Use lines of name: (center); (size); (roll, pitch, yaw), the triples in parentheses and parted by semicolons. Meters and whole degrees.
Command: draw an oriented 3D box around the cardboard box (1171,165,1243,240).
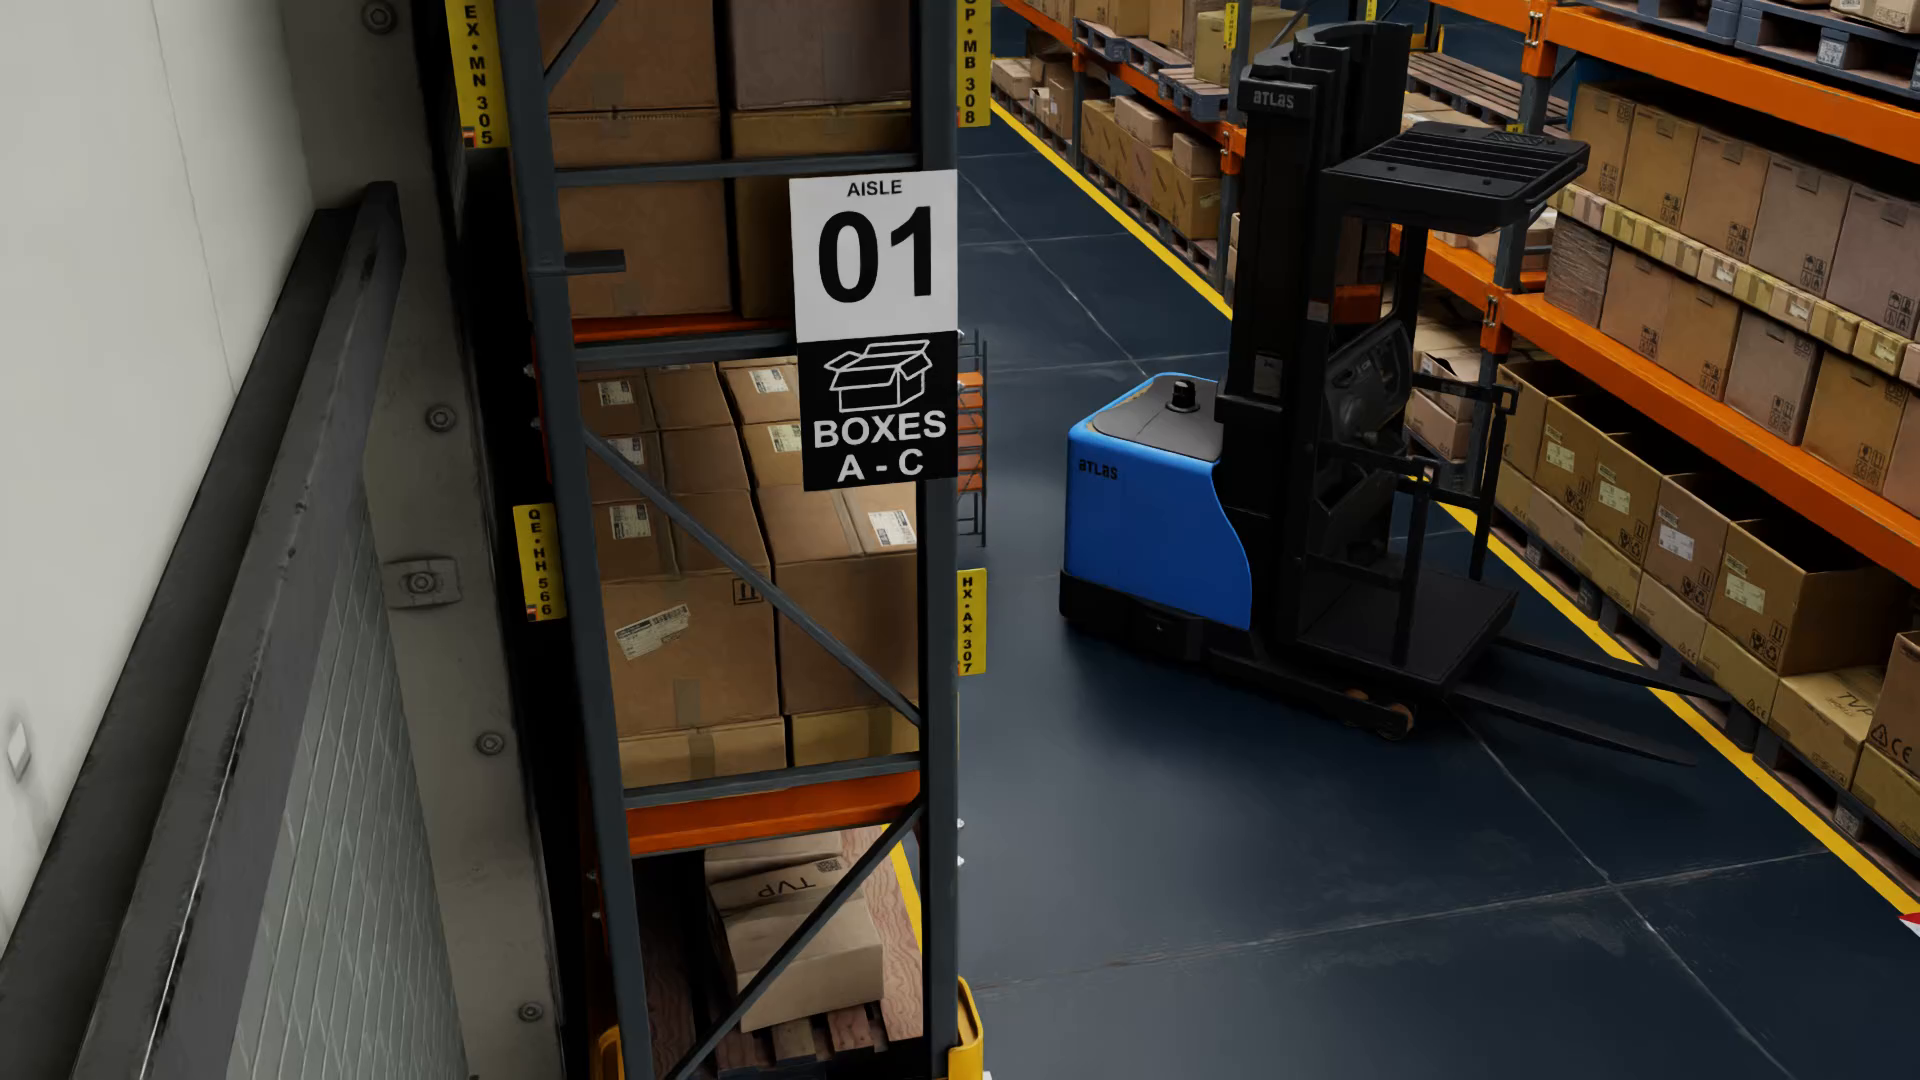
cardboard box: (2.076, -2.816, 13.787); (0.500, 0.500, 0.500); (-5, 27, -10)

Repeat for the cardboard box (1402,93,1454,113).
cardboard box: (2.910, -2.659, 11.078); (0.500, 0.500, 0.500); (-7, 28, -14)

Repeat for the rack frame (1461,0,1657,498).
rack frame: (3.417, -1.593, 9.078); (1.000, 3.000, 0.127); (-6, 27, -12)

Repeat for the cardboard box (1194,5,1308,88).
cardboard box: (2.264, -3.846, 12.964); (0.700, 0.500, 0.500); (-16, 31, -29)

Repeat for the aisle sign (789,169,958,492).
aisle sign: (-0.198, -0.492, 4.011); (0.394, 0.787, 0.004); (-6, 27, -12)

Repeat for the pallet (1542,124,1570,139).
pallet: (6.575, -4.019, 16.978); (1.003, 0.211, 1.213); (-6, 27, -12)

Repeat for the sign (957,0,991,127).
sign: (0.022, -1.117, 3.835); (0.100, 0.325, 0.005); (-6, 27, -12)

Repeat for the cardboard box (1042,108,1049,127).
cardboard box: (1.067, -4.409, 17.331); (0.380, 0.149, 0.250); (-6, 27, -12)

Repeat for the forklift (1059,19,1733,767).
forklift: (2.002, -0.683, 7.350); (3.031, 2.935, 1.130); (17, 32, 31)

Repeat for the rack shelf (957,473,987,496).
rack shelf: (0.003, -0.275, 9.095); (0.258, 0.103, 0.180); (-6, 27, -12)

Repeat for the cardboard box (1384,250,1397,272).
cardboard box: (3.108, -1.905, 11.659); (0.500, 0.311, 0.500); (-6, 27, -12)

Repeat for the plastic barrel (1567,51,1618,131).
plastic barrel: (6.547, -4.617, 16.930); (0.600, 0.901, 0.708); (-6, 27, -12)

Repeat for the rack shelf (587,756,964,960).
rack shelf: (-0.957, 0.111, 6.500); (1.077, 0.370, 4.000); (-6, 27, -12)

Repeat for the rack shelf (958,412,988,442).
rack shelf: (0.003, -0.597, 8.933); (0.258, 0.103, 0.180); (-6, 27, -12)

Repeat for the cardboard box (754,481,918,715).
cardboard box: (-0.321, 0.151, 4.935); (0.500, 0.500, 0.500); (-6, 27, -12)

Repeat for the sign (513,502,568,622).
sign: (-1.052, 0.057, 4.172); (0.100, 0.325, 0.005); (-6, 27, -12)

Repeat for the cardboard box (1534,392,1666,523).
cardboard box: (3.337, -0.434, 8.534); (0.500, 0.500, 0.500); (-6, 27, -12)

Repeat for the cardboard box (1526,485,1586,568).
cardboard box: (3.334, -0.099, 8.702); (0.500, 0.250, 0.500); (-6, 27, -12)

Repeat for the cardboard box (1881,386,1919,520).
cardboard box: (4.103, -0.318, 6.440); (0.700, 0.500, 0.500); (-5, 27, -10)

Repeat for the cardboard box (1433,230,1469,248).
cardboard box: (3.040, -1.901, 9.836); (0.396, 0.266, 0.258); (-7, 28, -13)

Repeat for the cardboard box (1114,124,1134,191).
cardboard box: (1.723, -3.495, 15.132); (0.500, 0.500, 0.500); (-6, 27, -11)

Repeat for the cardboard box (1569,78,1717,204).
cardboard box: (3.524, -2.023, 8.378); (0.700, 0.500, 0.500); (-6, 27, -11)

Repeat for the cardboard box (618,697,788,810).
cardboard box: (-0.801, 0.540, 4.995); (0.500, 0.250, 0.500); (-6, 27, -11)

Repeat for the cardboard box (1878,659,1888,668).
cardboard box: (4.186, 0.506, 7.504); (0.500, 0.250, 0.500); (-6, 27, -12)

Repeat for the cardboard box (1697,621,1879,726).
cardboard box: (3.671, 0.560, 7.397); (0.500, 0.250, 0.500); (-6, 27, -12)

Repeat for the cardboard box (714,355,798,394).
cardboard box: (-0.661, -0.520, 6.264); (0.500, 0.500, 0.500); (-5, 27, -10)

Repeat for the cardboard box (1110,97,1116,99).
cardboard box: (1.526, -4.622, 17.734); (0.380, 0.166, 0.250); (-6, 27, -12)

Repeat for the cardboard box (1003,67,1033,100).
cardboard box: (0.785, -5.124, 18.635); (0.500, 0.250, 0.500); (-6, 27, -12)

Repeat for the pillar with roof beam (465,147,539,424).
pillar with roof beam: (1.335, -5.301, 9.766); (9.100, 9.000, 0.400); (-6, 27, -12)

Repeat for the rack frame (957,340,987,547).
rack frame: (0.024, -0.489, 8.887); (0.240, 1.200, 0.006); (-6, 27, -12)

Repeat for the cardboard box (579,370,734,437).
cardboard box: (-1.044, -0.243, 5.715); (0.500, 0.500, 0.500); (-7, 28, -13)

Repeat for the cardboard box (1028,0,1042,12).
cardboard box: (1.016, -5.795, 17.291); (0.500, 0.500, 0.500); (-5, 27, -10)

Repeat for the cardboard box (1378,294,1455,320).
cardboard box: (2.813, -1.399, 10.656); (0.500, 0.311, 0.500); (-6, 27, -12)

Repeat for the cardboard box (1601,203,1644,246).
cardboard box: (3.406, -1.566, 8.194); (0.380, 0.149, 0.250); (-7, 28, -13)

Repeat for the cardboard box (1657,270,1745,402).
cardboard box: (3.758, -0.992, 7.776); (0.700, 0.500, 0.500); (-6, 27, -11)

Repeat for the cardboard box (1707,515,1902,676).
cardboard box: (3.668, 0.225, 7.228); (0.500, 0.500, 0.500); (-6, 27, -12)

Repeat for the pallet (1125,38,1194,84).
pallet: (2.073, -4.117, 14.290); (1.003, 0.211, 1.213); (-6, 27, -12)

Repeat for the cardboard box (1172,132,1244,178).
cardboard box: (2.060, -3.175, 13.666); (0.500, 0.250, 0.500); (-5, 27, -10)

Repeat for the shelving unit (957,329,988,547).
shelving unit: (0.003, -0.529, 8.967); (0.258, 1.200, 0.189); (-6, 27, -12)

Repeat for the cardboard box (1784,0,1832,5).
cardboard box: (3.666, -2.493, 6.794); (0.797, 0.503, 0.637); (-3, 27, -6)

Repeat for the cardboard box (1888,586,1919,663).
cardboard box: (4.300, 0.391, 6.900); (0.500, 0.500, 0.500); (-6, 27, -12)

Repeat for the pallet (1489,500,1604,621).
pallet: (3.556, 0.005, 9.006); (1.003, 0.211, 1.213); (-6, 27, -12)

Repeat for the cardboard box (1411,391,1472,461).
cardboard box: (3.042, -0.706, 9.905); (0.500, 0.250, 0.500); (-6, 27, -12)

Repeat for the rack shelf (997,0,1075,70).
rack shelf: (1.164, -5.662, 17.937); (1.077, 0.370, 4.000); (-6, 27, -12)

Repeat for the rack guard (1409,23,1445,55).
rack guard: (5.522, -6.256, 21.089); (1.175, 0.500, 0.348); (-6, 27, -12)

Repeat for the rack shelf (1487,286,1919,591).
rack shelf: (3.868, -0.394, 7.500); (1.077, 0.370, 4.000); (-6, 27, -12)

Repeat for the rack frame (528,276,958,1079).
rack frame: (-0.507, 0.667, 4.599); (1.000, 3.000, 0.127); (-6, 27, -12)

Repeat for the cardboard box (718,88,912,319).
cardboard box: (-0.338, -0.897, 4.237); (0.500, 0.500, 0.500); (-5, 27, -10)

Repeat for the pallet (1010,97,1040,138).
pallet: (1.182, -4.698, 18.325); (1.003, 0.211, 1.213); (-6, 27, -12)

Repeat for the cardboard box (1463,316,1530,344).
cardboard box: (3.459, -1.231, 10.322); (0.500, 0.311, 0.500); (-6, 27, -12)

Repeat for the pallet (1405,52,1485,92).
pallet: (5.688, -5.752, 20.411); (1.003, 0.211, 1.213); (-6, 27, -12)

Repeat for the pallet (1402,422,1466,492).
pallet: (3.213, -0.668, 10.339); (1.003, 0.211, 1.213); (-6, 27, -12)

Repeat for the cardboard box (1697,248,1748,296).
cardboard box: (3.584, -1.224, 7.516); (0.380, 0.149, 0.250); (-7, 28, -13)

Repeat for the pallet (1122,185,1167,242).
pallet: (2.113, -2.970, 14.901); (1.003, 0.211, 1.213); (-6, 27, -12)

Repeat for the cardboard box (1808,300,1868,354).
cardboard box: (3.754, -0.888, 6.850); (0.380, 0.149, 0.250); (-5, 27, -10)

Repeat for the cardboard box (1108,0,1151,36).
cardboard box: (1.720, -4.811, 14.876); (0.700, 0.500, 0.500); (-2, 27, -3)

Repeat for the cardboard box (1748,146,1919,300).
cardboard box: (3.863, -1.362, 7.068); (0.700, 0.500, 0.500); (-6, 27, -12)
